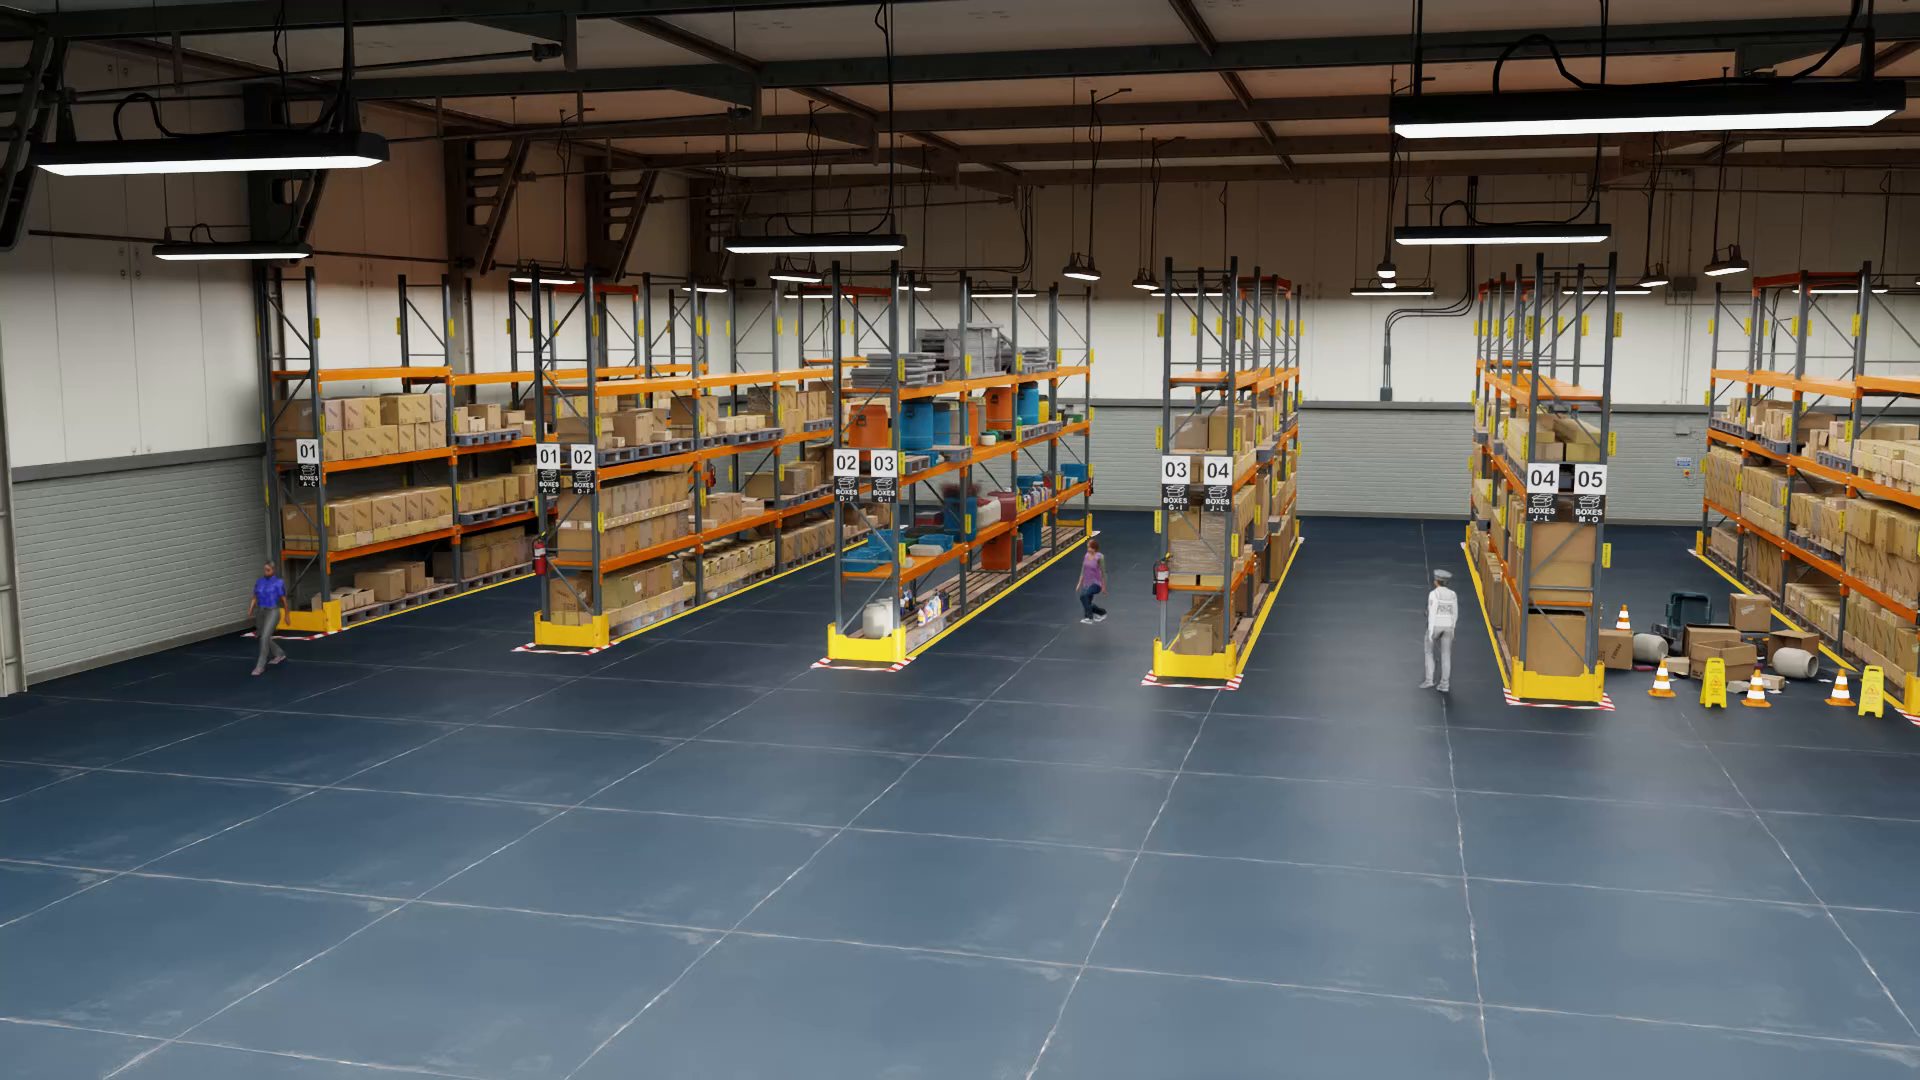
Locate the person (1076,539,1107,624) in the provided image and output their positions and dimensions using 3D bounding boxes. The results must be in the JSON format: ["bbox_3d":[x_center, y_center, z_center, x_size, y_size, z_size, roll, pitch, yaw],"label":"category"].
[{"bbox_3d":[2.143,0.667,26.793,0.819,1.384,0.425,-6,9,-38],"label":"person"}]

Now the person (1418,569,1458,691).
[{"bbox_3d":[6.692,1.281,23.067,0.480,1.721,0.589,0,7,-2],"label":"person"}]

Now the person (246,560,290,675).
[{"bbox_3d":[-10.169,1.111,24.420,0.534,1.631,0.819,2,7,13],"label":"person"}]
